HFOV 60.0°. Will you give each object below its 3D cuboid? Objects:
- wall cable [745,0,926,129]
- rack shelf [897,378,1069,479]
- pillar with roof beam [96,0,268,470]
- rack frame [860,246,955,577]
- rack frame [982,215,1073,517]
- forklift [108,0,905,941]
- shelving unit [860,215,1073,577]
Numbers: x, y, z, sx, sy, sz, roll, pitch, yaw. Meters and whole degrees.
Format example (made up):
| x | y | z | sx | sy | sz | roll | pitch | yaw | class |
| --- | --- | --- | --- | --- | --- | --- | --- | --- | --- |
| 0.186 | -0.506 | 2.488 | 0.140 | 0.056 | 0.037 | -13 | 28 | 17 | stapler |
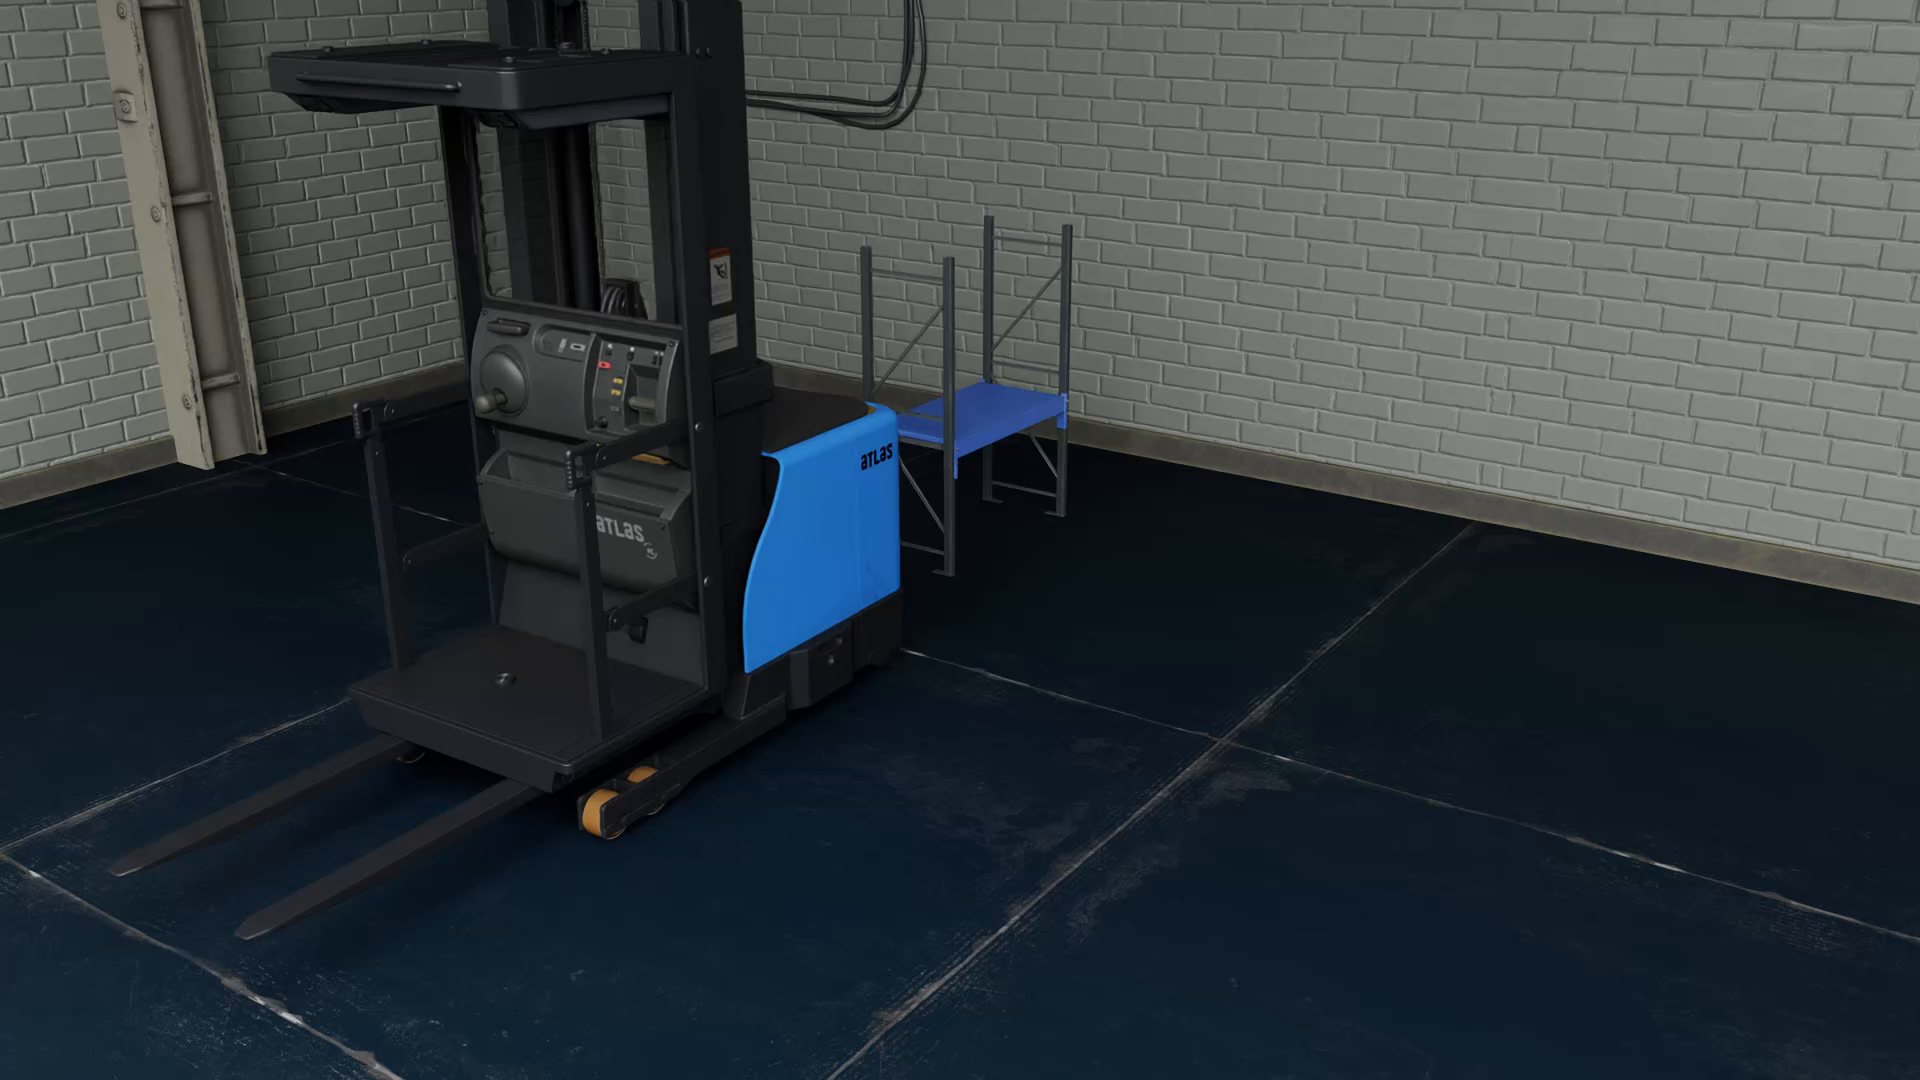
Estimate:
| x | y | z | sx | sy | sz | roll | pitch | yaw | class |
| --- | --- | --- | --- | --- | --- | --- | --- | --- | --- |
| -1.494 | -3.831 | 10.127 | 3.097 | 2.526 | 0.112 | 13 | 24 | 32 | wall cable |
| 0.048 | -0.559 | 8.133 | 0.538 | 0.185 | 1.000 | 13 | 24 | 32 | rack shelf |
| -0.683 | -3.860 | 5.730 | 9.100 | 9.000 | 0.400 | 13 | 24 | 32 | pillar with roof beam |
| -0.238 | -0.582 | 7.677 | 0.500 | 1.500 | 0.032 | 13 | 24 | 32 | rack frame |
| 0.334 | -0.874 | 8.465 | 0.500 | 1.500 | 0.032 | 13 | 24 | 32 | rack frame |
| -1.447 | -0.560 | 5.553 | 1.130 | 2.935 | 3.031 | 13 | 24 | 30 | forklift |
| 0.048 | -0.728 | 8.071 | 0.538 | 1.500 | 1.048 | 13 | 24 | 32 | shelving unit |
